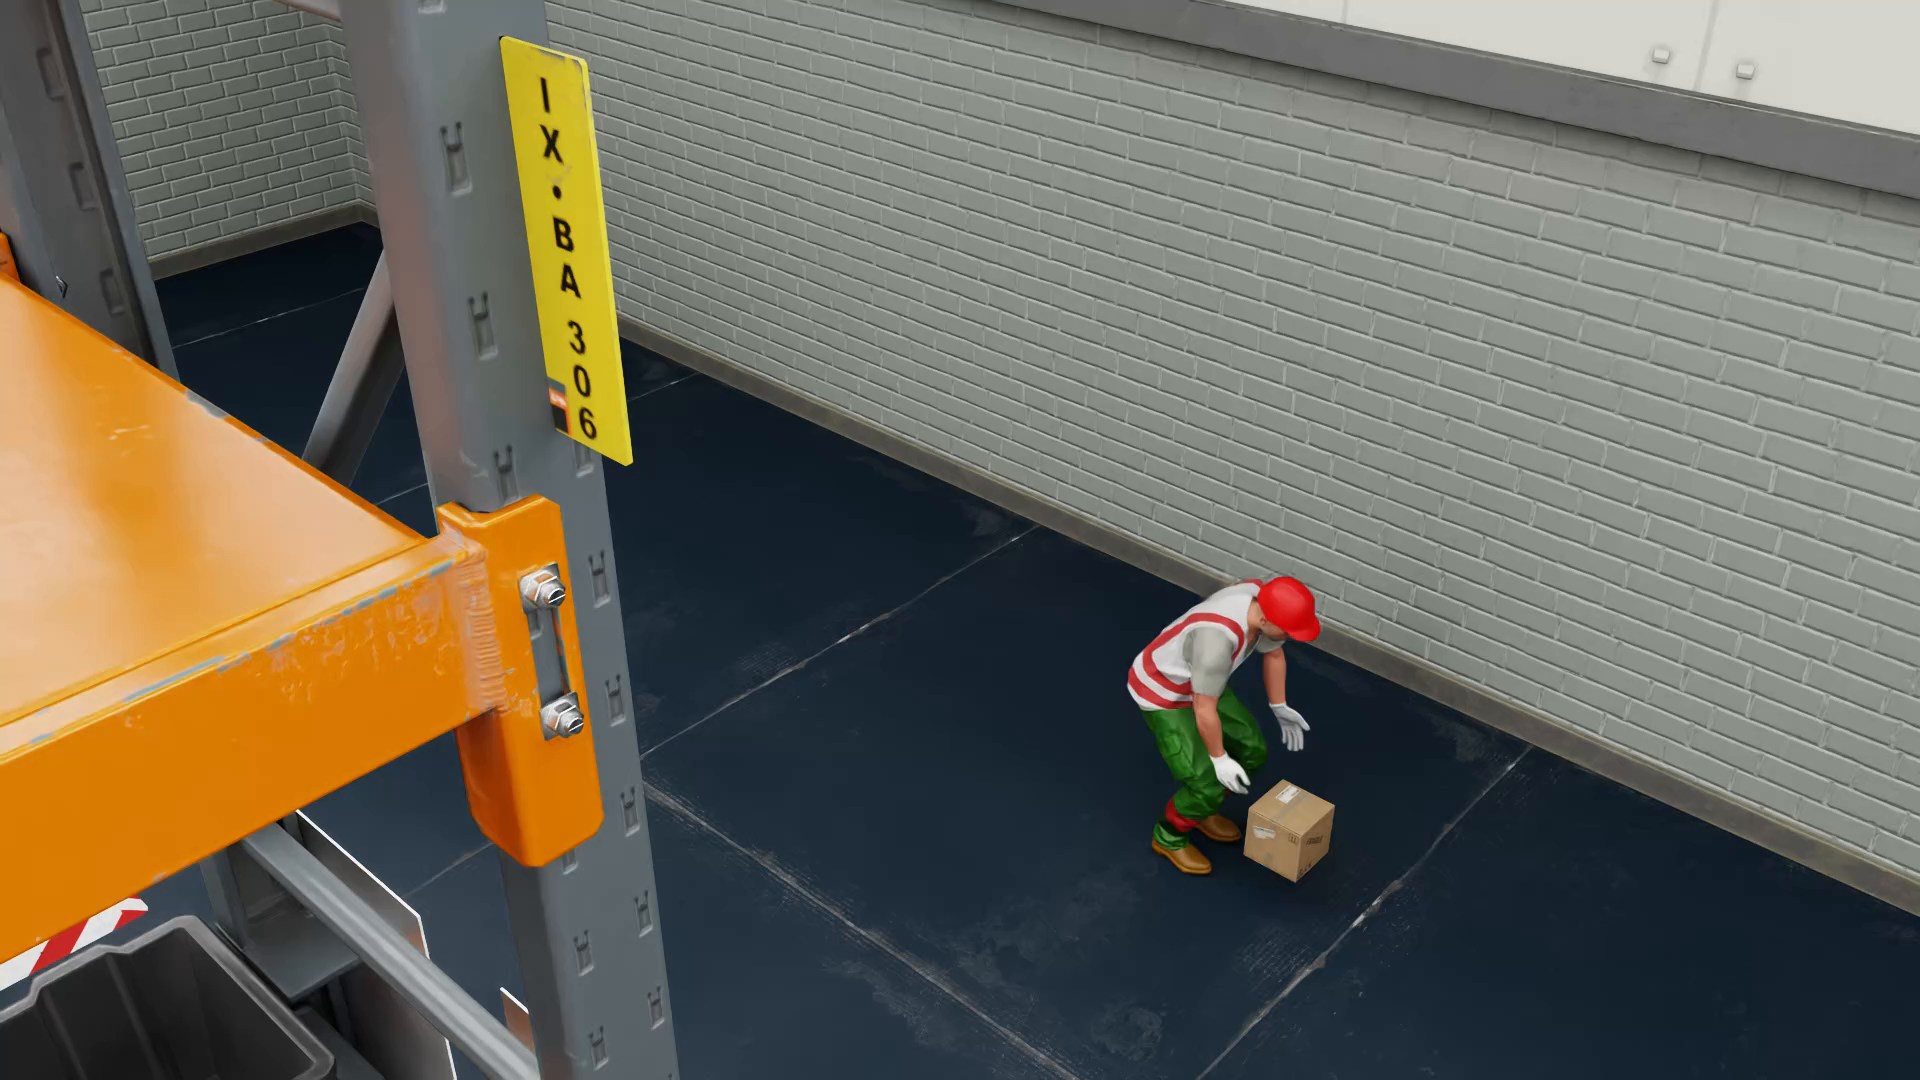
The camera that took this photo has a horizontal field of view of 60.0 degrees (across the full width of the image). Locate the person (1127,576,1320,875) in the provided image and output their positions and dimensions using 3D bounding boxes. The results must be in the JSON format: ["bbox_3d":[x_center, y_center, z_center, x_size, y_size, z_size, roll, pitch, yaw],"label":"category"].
[{"bbox_3d":[1.070,0.688,6.802,0.748,1.443,0.583,25,39,35],"label":"person"}]
